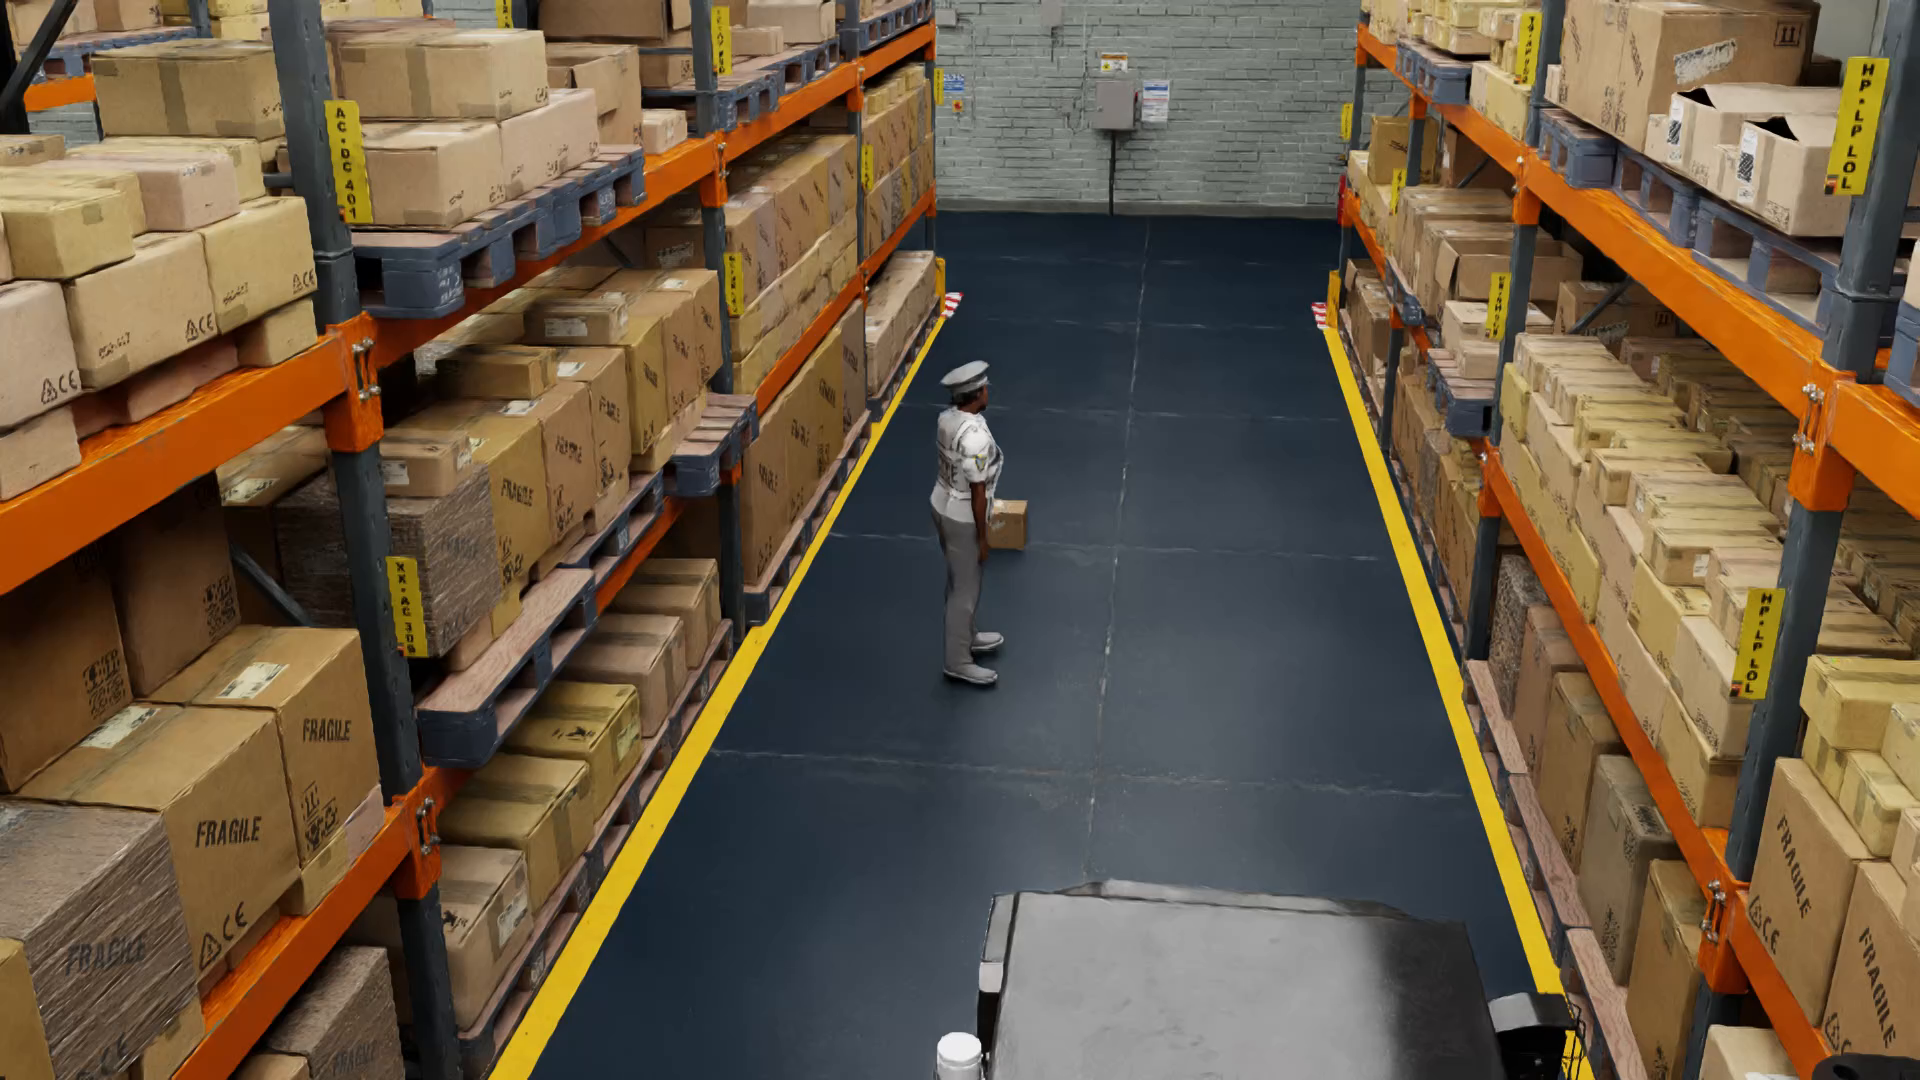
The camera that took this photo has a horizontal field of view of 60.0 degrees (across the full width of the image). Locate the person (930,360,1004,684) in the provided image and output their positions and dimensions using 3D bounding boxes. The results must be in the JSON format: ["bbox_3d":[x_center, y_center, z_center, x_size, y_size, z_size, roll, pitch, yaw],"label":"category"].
[{"bbox_3d":[0.077,-0.112,8.780,0.438,1.686,0.538,-7,22,-18],"label":"person"}]
